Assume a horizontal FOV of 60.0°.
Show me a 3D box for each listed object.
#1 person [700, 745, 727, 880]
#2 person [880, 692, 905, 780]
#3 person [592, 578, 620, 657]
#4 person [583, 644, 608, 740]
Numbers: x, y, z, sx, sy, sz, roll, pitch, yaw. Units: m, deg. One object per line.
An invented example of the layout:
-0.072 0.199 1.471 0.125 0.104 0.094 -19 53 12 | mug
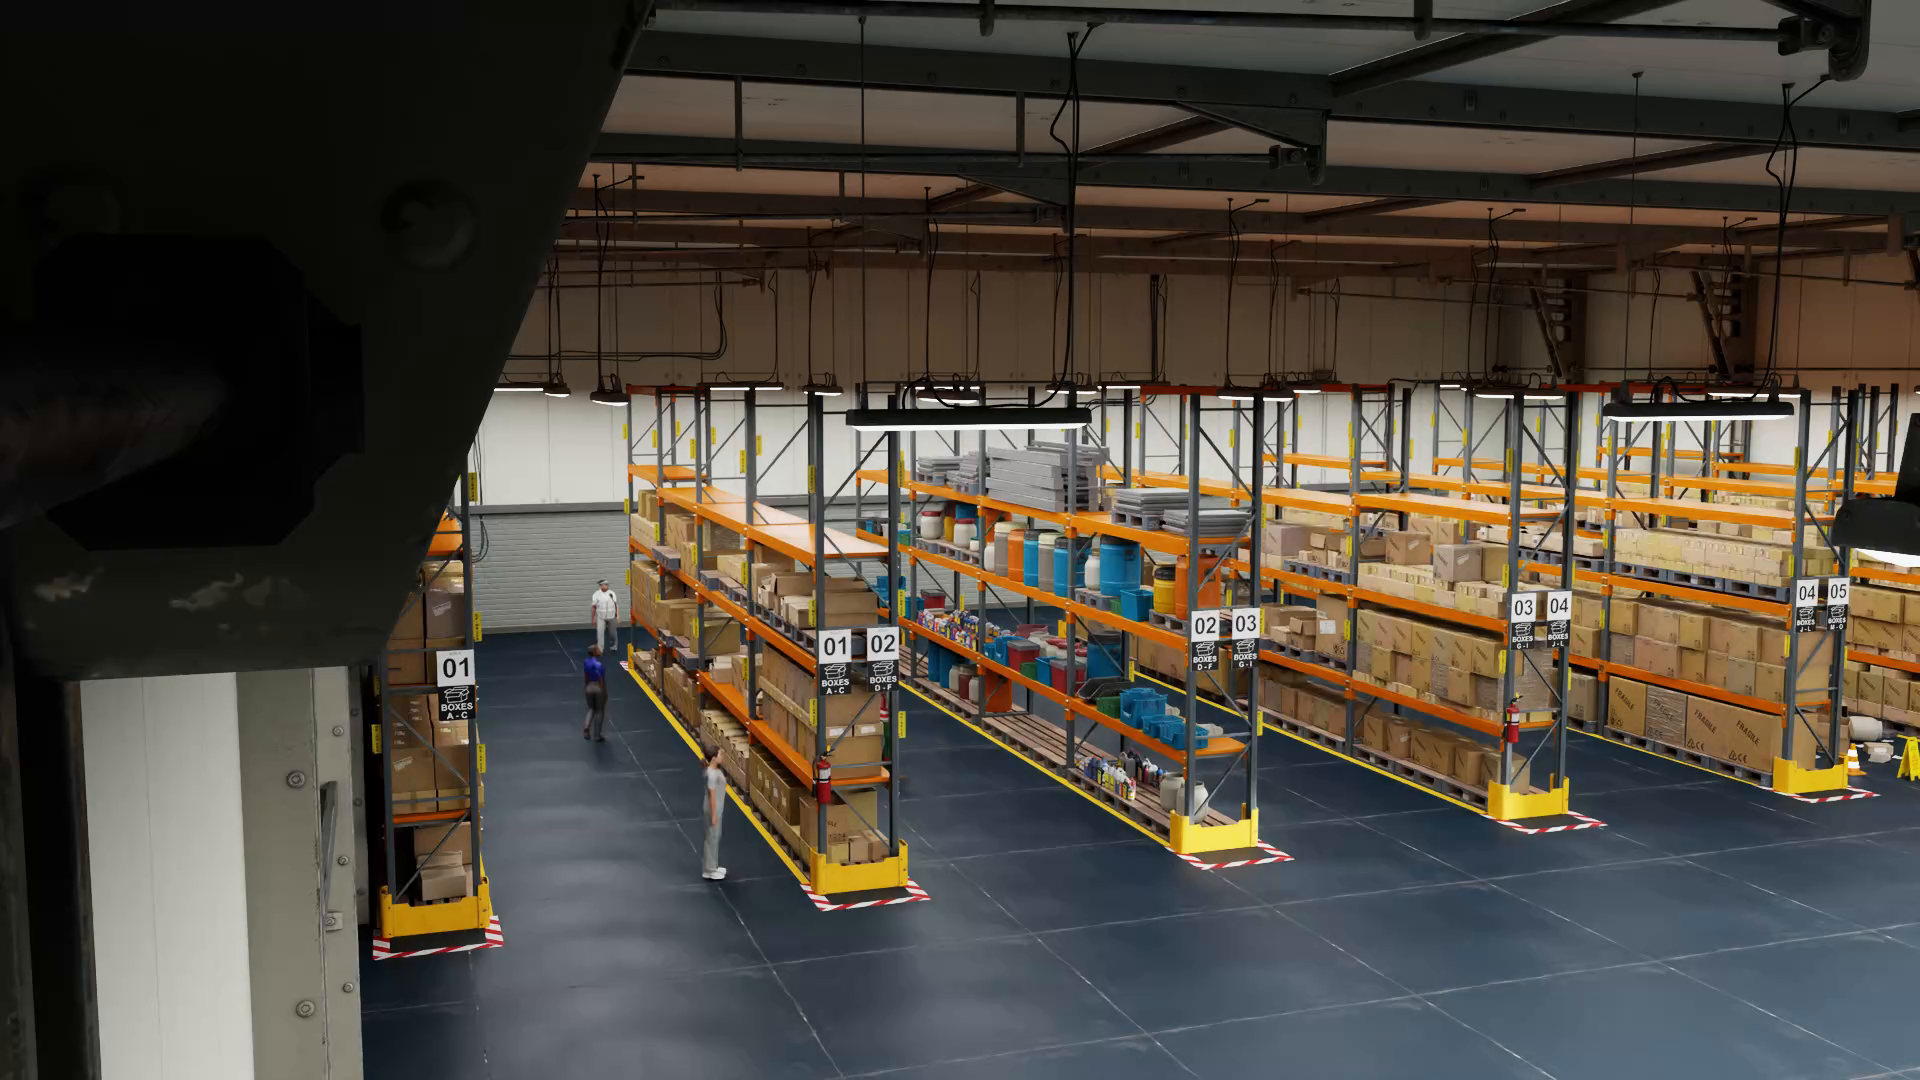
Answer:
-3.059 3.368 20.669 0.334 1.681 0.544 -1 6 -10 | person
-1.078 2.821 25.708 0.383 1.853 0.621 -2 6 -17 | person
-7.806 1.690 36.639 0.619 1.725 1.083 -1 6 -8 | person
-6.203 2.581 28.262 0.454 1.649 0.451 2 6 17 | person
